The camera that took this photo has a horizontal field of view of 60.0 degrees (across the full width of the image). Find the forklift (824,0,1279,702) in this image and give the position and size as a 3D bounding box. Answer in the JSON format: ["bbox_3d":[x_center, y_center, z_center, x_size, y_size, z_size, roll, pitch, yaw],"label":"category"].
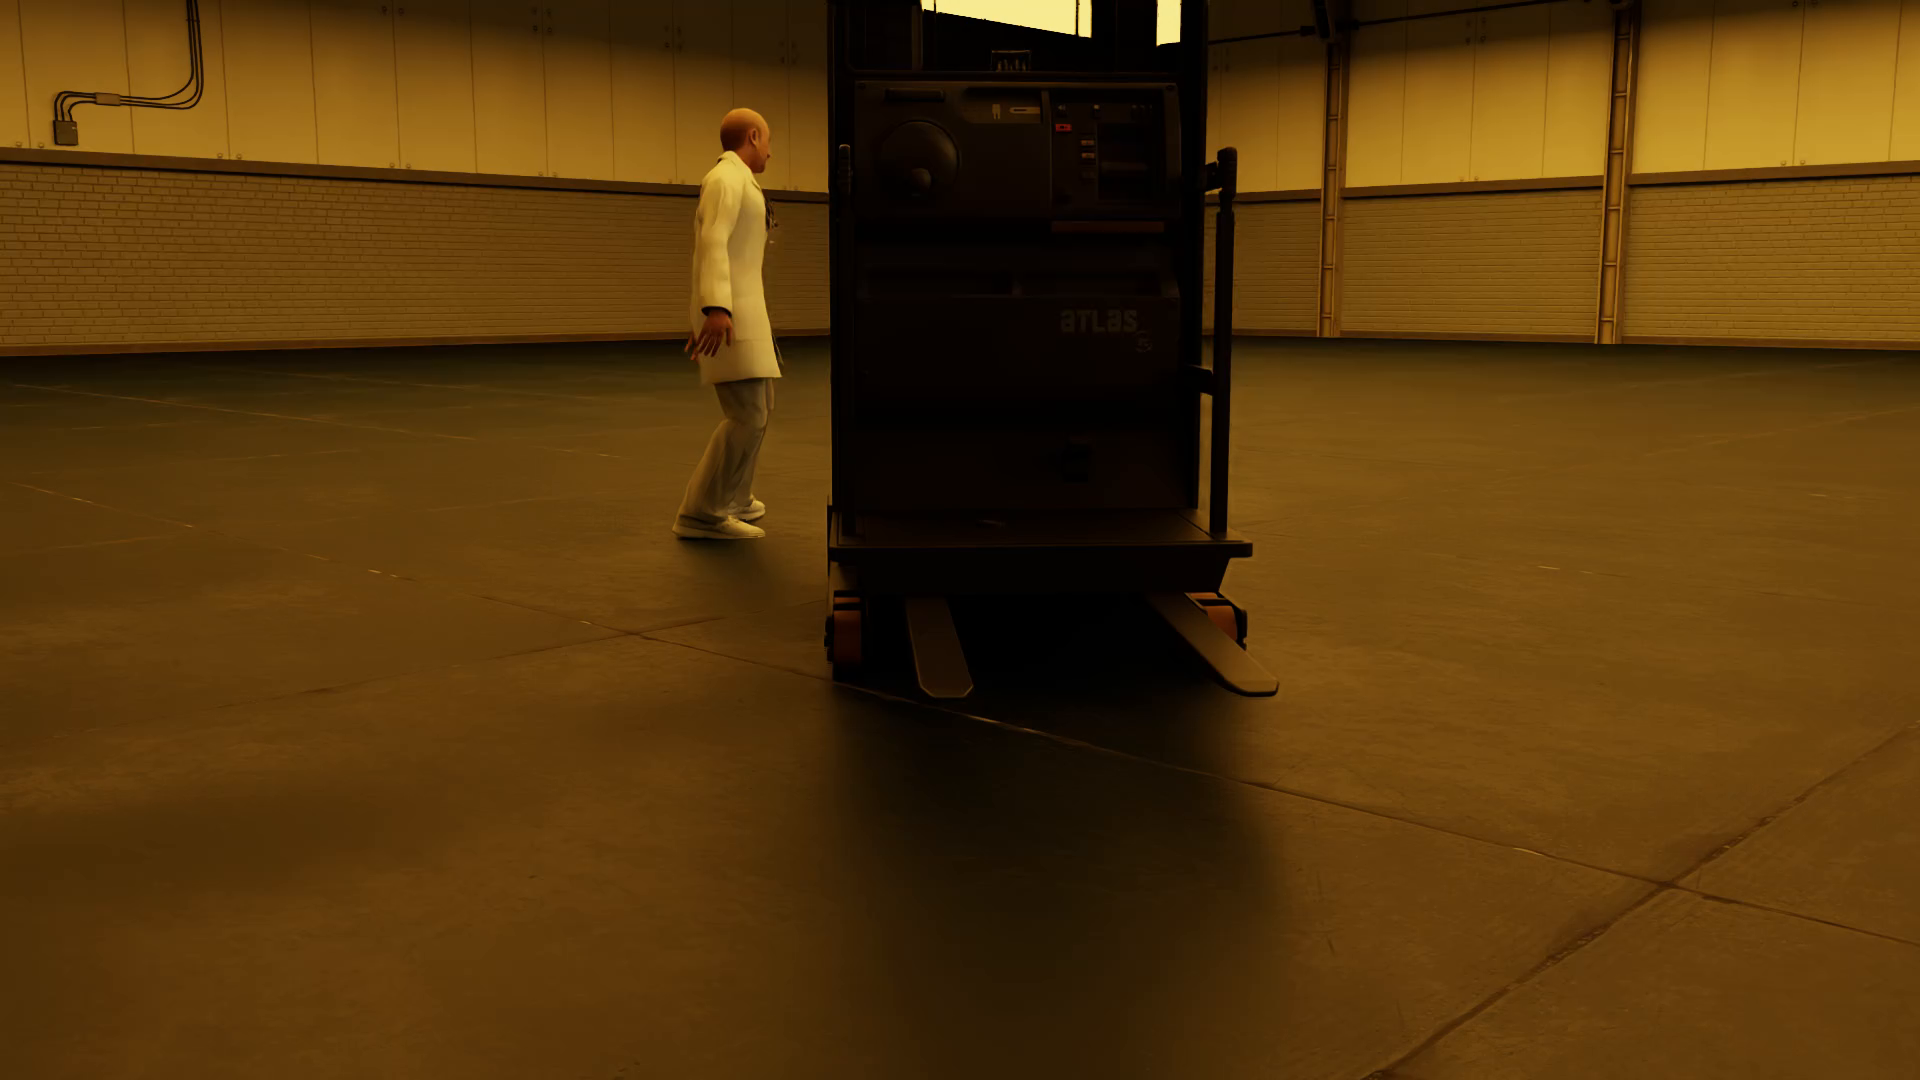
[{"bbox_3d":[0.181,-1.152,4.527,1.130,2.935,3.031,-1,9,-4],"label":"forklift"}]

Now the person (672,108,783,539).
[{"bbox_3d":[-0.958,-0.879,6.825,0.483,1.749,0.924,-1,9,-9],"label":"person"}]
